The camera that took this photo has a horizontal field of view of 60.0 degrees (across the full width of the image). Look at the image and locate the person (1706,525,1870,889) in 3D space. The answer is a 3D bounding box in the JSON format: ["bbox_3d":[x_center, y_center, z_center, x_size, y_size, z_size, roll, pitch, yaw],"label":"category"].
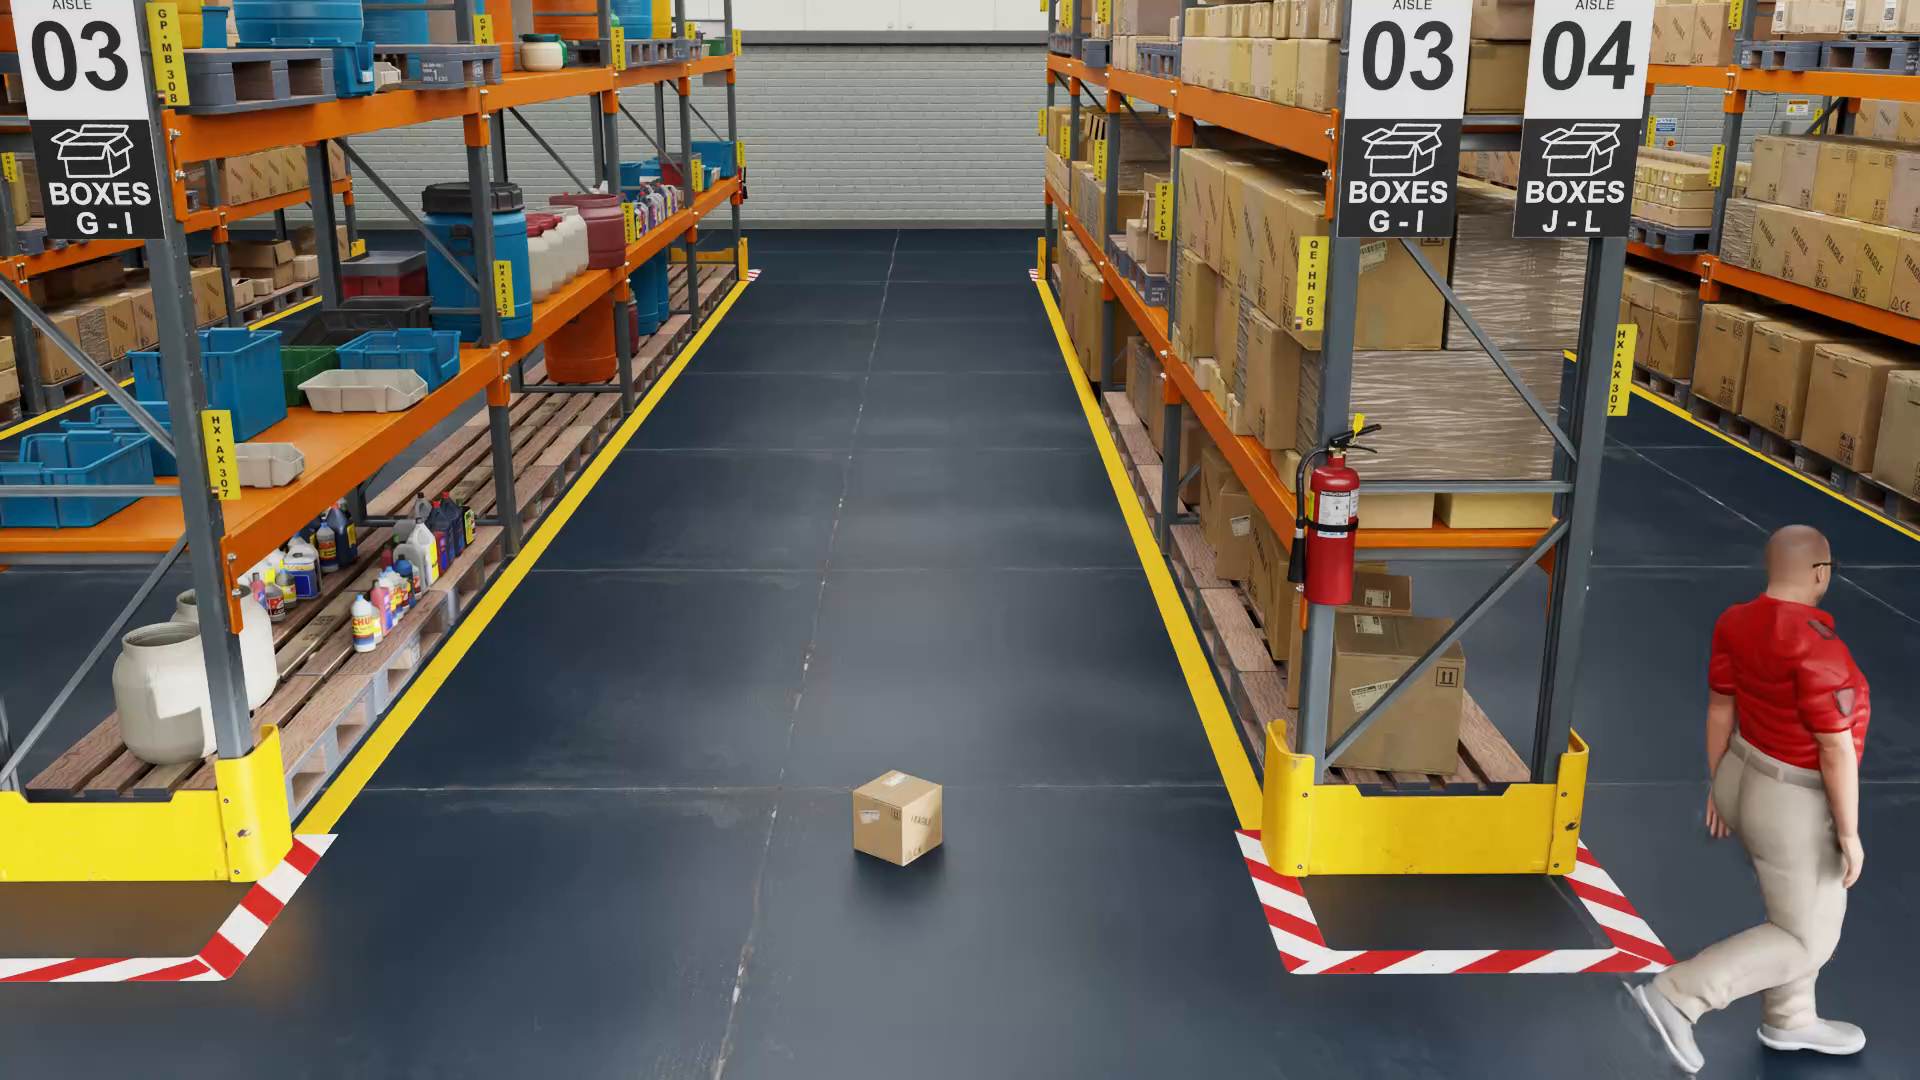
[{"bbox_3d":[2.474,0.479,4.896,0.351,1.054,0.566,-1,17,-4],"label":"person"}]
